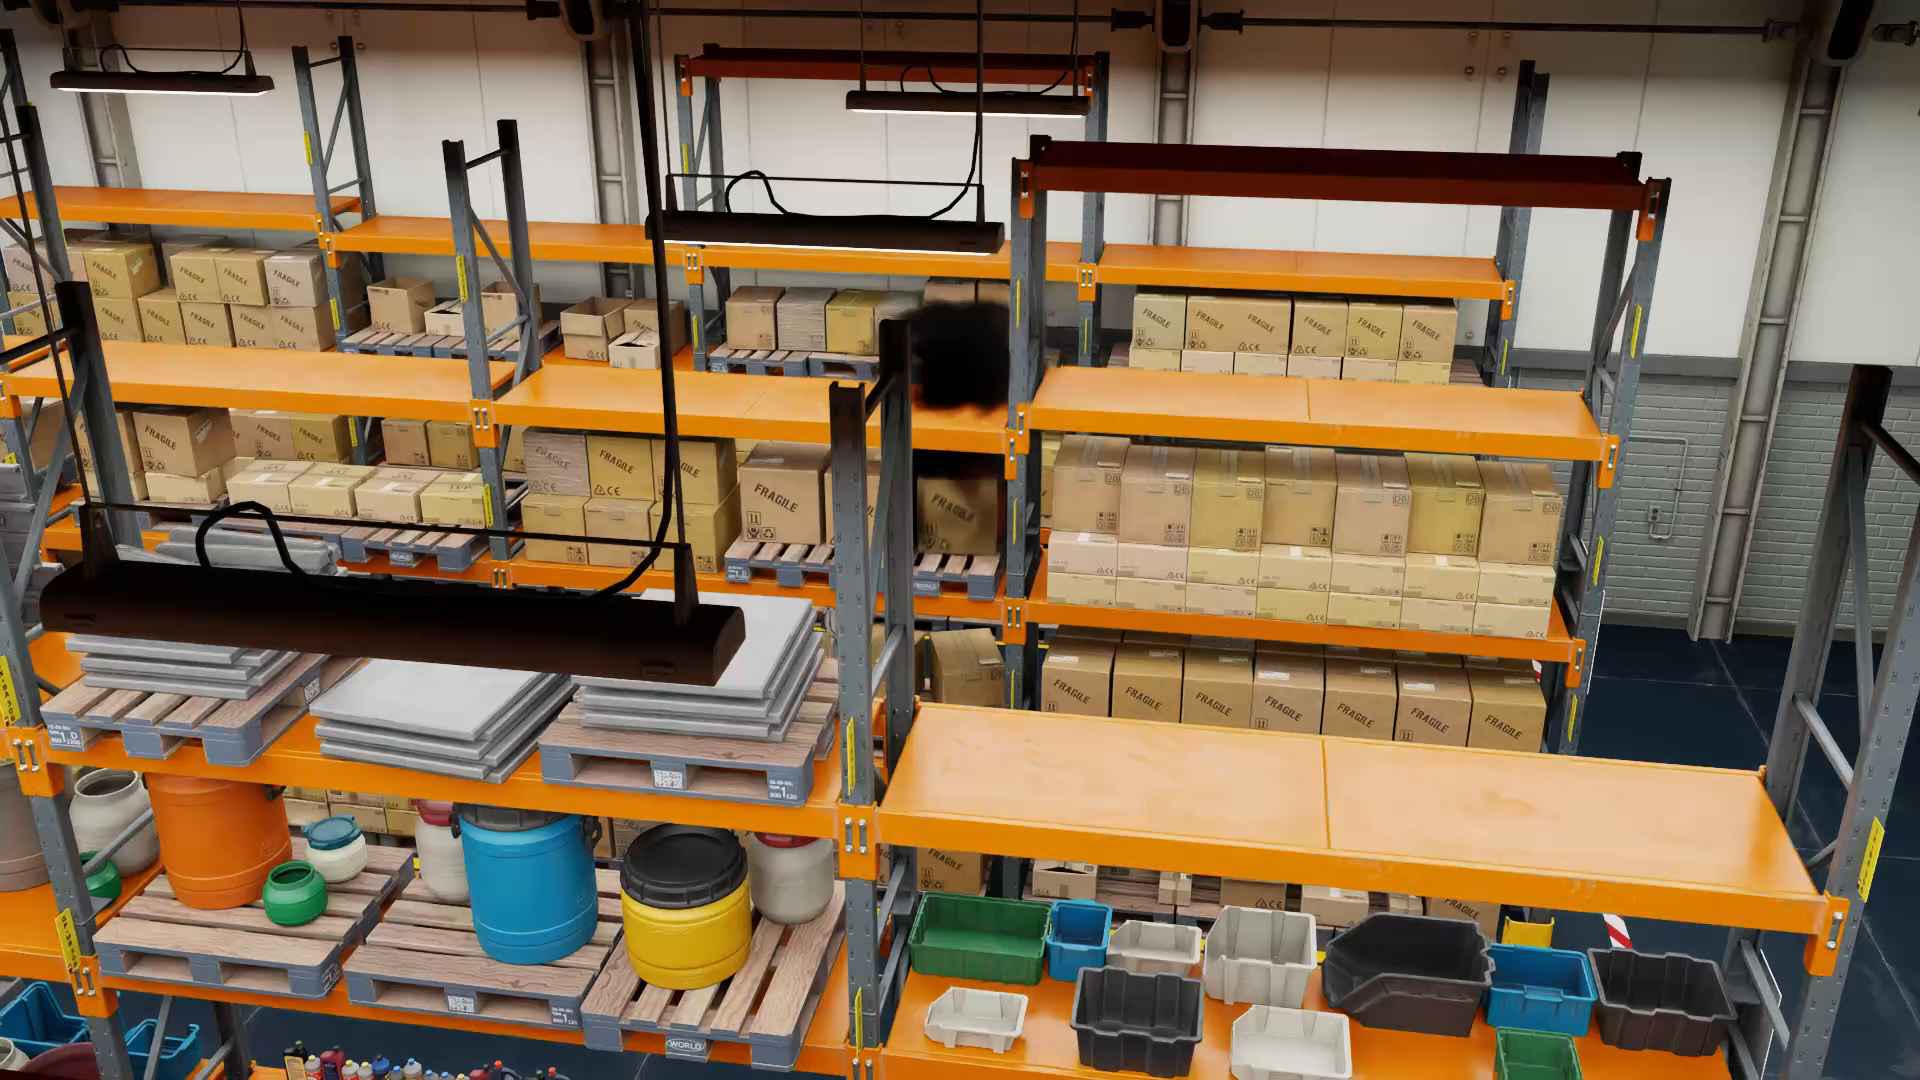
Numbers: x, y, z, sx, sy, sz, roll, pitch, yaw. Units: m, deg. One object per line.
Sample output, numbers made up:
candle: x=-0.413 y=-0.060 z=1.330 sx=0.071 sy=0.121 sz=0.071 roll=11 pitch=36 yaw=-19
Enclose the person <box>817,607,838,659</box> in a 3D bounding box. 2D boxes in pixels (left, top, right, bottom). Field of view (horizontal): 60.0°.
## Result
person: x=-1.018 y=0.980 z=15.944 sx=0.931 sy=1.675 sz=0.566 roll=3 pitch=23 yaw=6
